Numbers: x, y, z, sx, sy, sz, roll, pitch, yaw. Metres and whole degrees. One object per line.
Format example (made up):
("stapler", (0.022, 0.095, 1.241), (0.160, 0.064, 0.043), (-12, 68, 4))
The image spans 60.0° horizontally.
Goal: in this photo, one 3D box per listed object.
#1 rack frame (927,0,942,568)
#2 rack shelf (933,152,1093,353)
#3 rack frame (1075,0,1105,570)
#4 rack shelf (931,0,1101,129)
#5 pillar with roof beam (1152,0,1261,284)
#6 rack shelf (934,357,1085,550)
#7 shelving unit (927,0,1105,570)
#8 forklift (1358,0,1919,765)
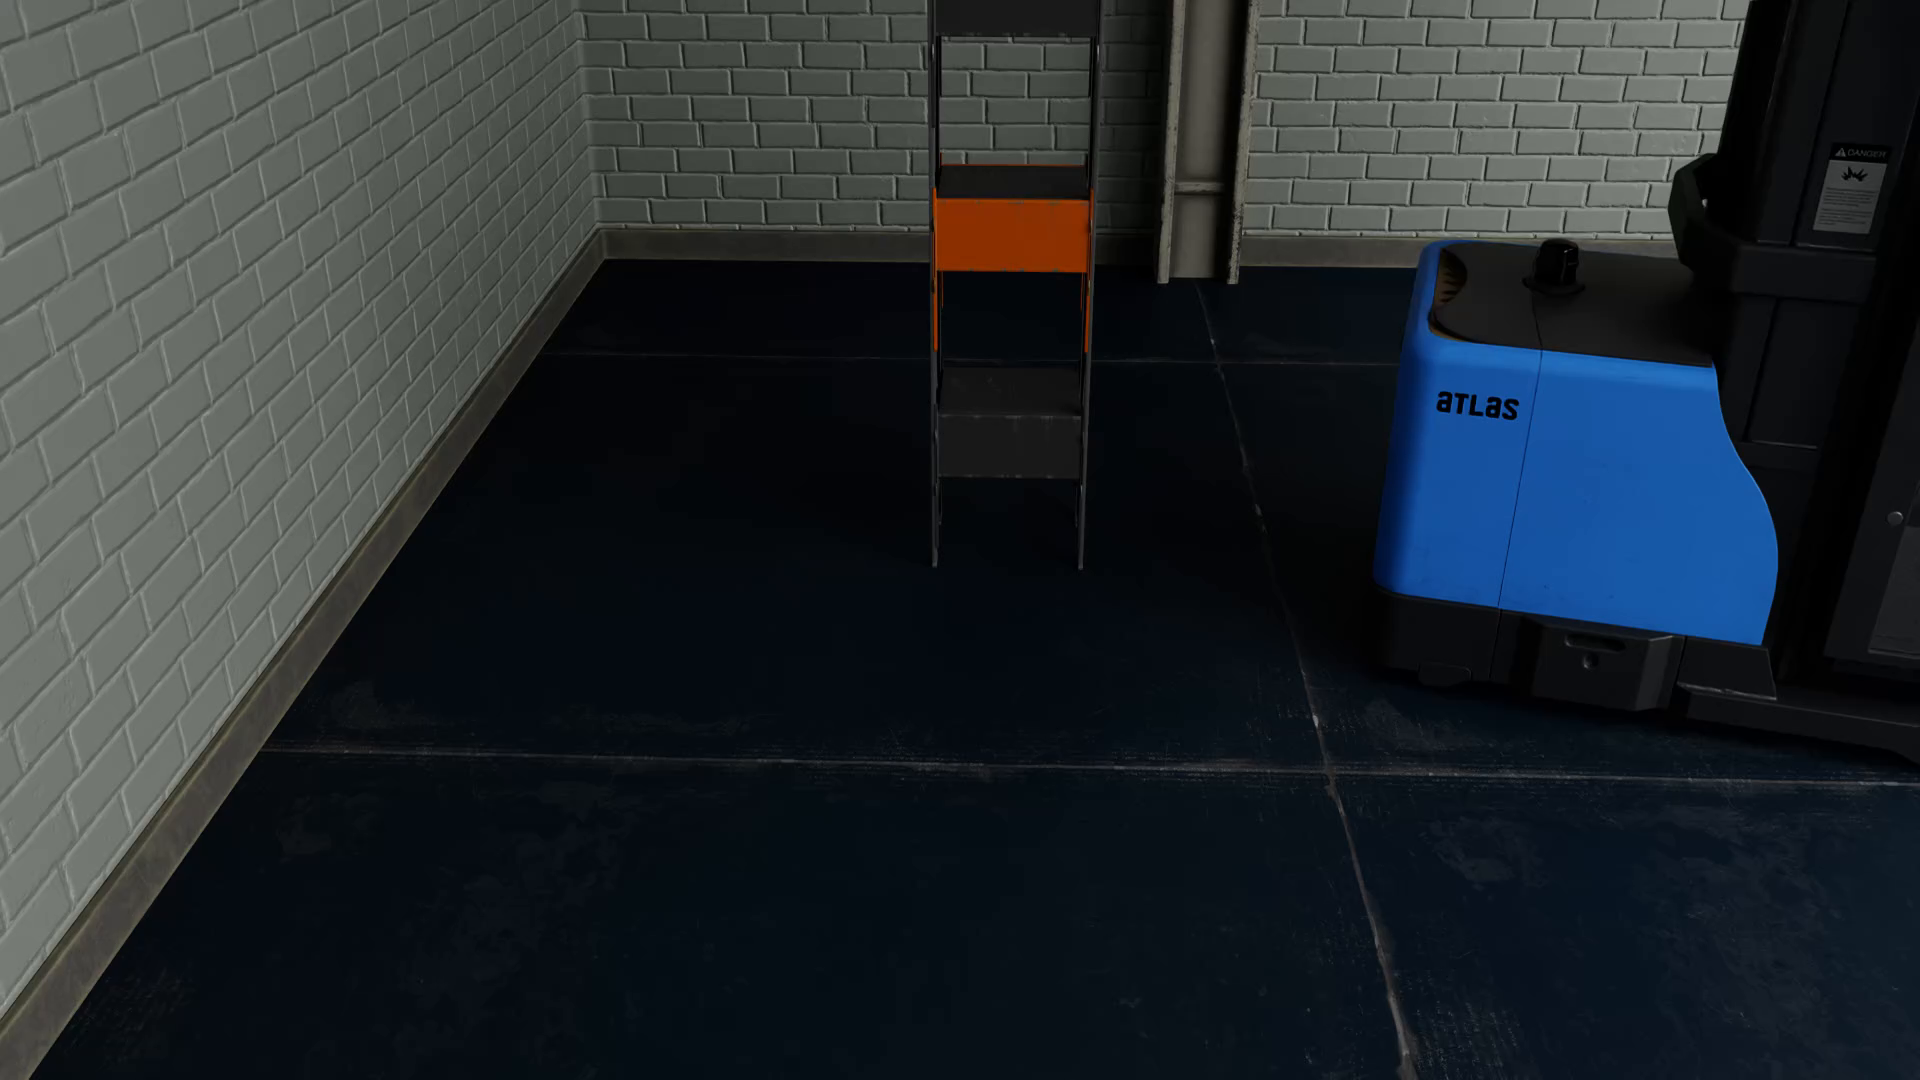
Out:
("rack frame", (-0.078, -0.929, 5.261), (0.015, 2.100, 0.400), (1, 28, 2))
("rack shelf", (0.165, -0.913, 5.259), (0.480, 0.518, 0.431), (1, 28, 2))
("rack frame", (0.409, -0.921, 5.245), (0.015, 2.100, 0.400), (1, 28, 2))
("rack shelf", (0.165, -1.531, 4.932), (0.480, 0.518, 0.431), (1, 28, 2))
("pillar with roof beam", (1.010, -3.284, 2.337), (0.400, 9.000, 9.100), (1, 28, 2))
("rack shelf", (0.165, -0.294, 5.587), (0.480, 0.518, 0.431), (1, 28, 2))
("shelving unit", (0.165, -0.925, 5.253), (0.503, 2.100, 0.431), (1, 28, 2))
("forklift", (2.769, -0.896, 4.311), (3.031, 2.935, 1.130), (8, 29, 15))
